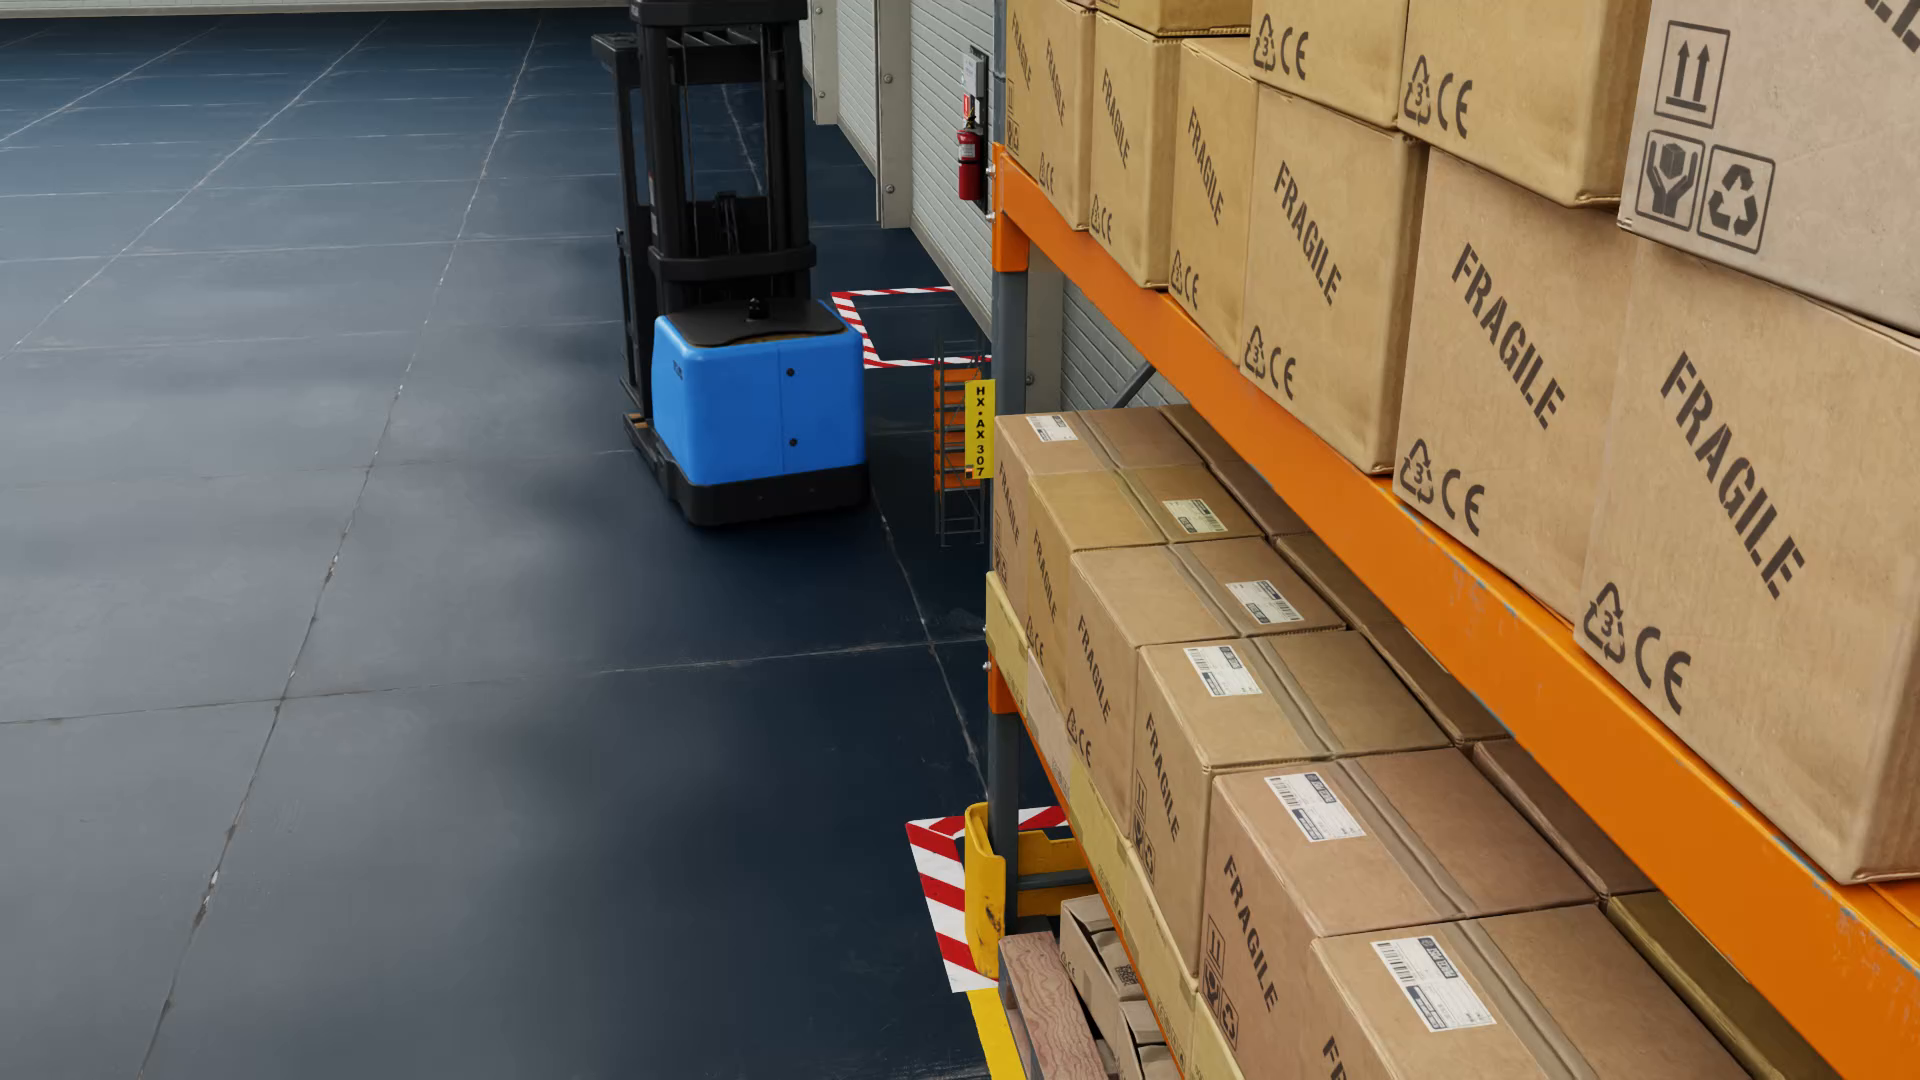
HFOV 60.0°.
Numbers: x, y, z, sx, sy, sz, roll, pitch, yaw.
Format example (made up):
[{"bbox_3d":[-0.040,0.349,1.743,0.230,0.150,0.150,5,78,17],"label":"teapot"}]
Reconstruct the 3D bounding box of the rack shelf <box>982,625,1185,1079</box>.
[{"bbox_3d":[0.969,1.128,3.819,1.077,0.370,4.000,-4,24,-10],"label":"rack shelf"}]

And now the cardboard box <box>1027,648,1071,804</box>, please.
[{"bbox_3d":[0.487,0.489,4.544,0.500,0.250,0.500,-5,24,-11],"label":"cardboard box"}]

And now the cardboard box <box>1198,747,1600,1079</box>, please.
[{"bbox_3d":[0.767,0.743,3.027,0.500,0.500,0.500,-5,24,-11],"label":"cardboard box"}]

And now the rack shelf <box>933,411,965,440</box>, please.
[{"bbox_3d":[-0.003,-0.625,8.993,0.258,0.103,0.180,-4,24,-10],"label":"rack shelf"}]

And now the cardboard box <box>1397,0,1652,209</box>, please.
[{"bbox_3d":[0.867,-0.696,1.950,0.500,0.500,0.500,-3,24,-7],"label":"cardboard box"}]

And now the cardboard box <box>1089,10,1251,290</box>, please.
[{"bbox_3d":[0.580,-0.851,3.552,0.500,0.500,0.500,-3,24,-7],"label":"cardboard box"}]

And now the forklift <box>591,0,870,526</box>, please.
[{"bbox_3d":[-1.534,-1.981,10.123,1.130,2.935,3.031,-9,25,-20],"label":"forklift"}]

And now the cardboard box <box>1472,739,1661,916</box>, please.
[{"bbox_3d":[1.279,0.700,3.125,0.500,0.500,0.500,-4,24,-8],"label":"cardboard box"}]

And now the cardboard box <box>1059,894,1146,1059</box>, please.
[{"bbox_3d":[0.639,1.321,5.288,0.500,0.311,0.500,-7,25,-16],"label":"cardboard box"}]

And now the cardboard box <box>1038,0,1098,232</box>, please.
[{"bbox_3d":[0.480,-1.055,4.019,0.500,0.500,0.500,-3,24,-6],"label":"cardboard box"}]

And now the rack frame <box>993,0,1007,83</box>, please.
[{"bbox_3d":[0.599,-2.738,4.276,1.000,3.000,0.127,-4,24,-10],"label":"rack frame"}]

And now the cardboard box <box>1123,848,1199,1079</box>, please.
[{"bbox_3d":[0.667,0.889,3.629,0.500,0.250,0.500,-4,24,-9],"label":"cardboard box"}]

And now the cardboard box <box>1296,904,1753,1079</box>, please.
[{"bbox_3d":[0.850,0.941,2.572,0.500,0.500,0.500,-4,24,-10],"label":"cardboard box"}]

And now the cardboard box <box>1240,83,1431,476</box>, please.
[{"bbox_3d":[0.782,-0.440,2.613,0.500,0.500,0.500,-5,24,-12],"label":"cardboard box"}]

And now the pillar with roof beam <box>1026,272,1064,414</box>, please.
[{"bbox_3d":[-3.762,-4.568,8.466,9.100,9.000,0.400,-4,24,-10],"label":"pillar with roof beam"}]

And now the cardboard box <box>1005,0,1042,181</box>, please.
[{"bbox_3d":[0.415,-1.268,4.509,0.500,0.500,0.500,-4,24,-8],"label":"cardboard box"}]

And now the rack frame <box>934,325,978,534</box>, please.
[{"bbox_3d":[-0.020,-0.592,9.105,0.240,1.200,0.006,-4,24,-10],"label":"rack frame"}]

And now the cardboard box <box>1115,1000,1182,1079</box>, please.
[{"bbox_3d":[0.744,1.545,4.775,0.500,0.311,0.500,-2,24,-5],"label":"cardboard box"}]

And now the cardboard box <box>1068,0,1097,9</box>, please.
[{"bbox_3d":[0.475,-1.506,3.804,0.500,0.500,0.500,-5,24,-10],"label":"cardboard box"}]

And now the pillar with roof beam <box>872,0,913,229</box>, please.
[{"bbox_3d":[-4.871,-6.928,13.870,9.100,9.000,0.400,-4,24,-10],"label":"pillar with roof beam"}]

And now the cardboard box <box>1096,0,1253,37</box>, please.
[{"bbox_3d":[0.581,-1.305,3.344,0.500,0.500,0.500,-4,24,-8],"label":"cardboard box"}]

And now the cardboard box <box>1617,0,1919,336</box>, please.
[{"bbox_3d":[0.980,-0.480,1.455,0.500,0.500,0.500,-6,24,-14],"label":"cardboard box"}]

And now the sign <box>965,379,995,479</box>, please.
[{"bbox_3d":[0.066,-0.345,5.211,0.100,0.325,0.005,-4,24,-10],"label":"sign"}]

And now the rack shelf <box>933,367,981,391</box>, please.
[{"bbox_3d":[-0.003,-0.845,8.897,0.258,0.103,0.180,-4,24,-10],"label":"rack shelf"}]

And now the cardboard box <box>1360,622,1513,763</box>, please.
[{"bbox_3d":[1.172,0.497,3.591,0.500,0.500,0.500,-4,24,-9],"label":"cardboard box"}]

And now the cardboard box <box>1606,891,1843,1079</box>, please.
[{"bbox_3d":[1.365,0.896,2.675,0.500,0.500,0.500,-4,24,-10],"label":"cardboard box"}]

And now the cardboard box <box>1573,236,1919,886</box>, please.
[{"bbox_3d":[1.002,-0.026,1.665,0.500,0.500,0.500,-4,24,-8],"label":"cardboard box"}]

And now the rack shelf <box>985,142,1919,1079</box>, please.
[{"bbox_3d":[0.969,-0.247,3.219,1.077,0.370,4.000,-4,24,-10],"label":"rack shelf"}]

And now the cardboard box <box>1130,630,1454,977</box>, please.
[{"bbox_3d":[0.670,0.538,3.496,0.500,0.500,0.500,-4,24,-8],"label":"cardboard box"}]

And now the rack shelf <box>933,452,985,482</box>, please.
[{"bbox_3d":[-0.003,-0.405,9.089,0.258,0.103,0.180,-4,24,-10],"label":"rack shelf"}]

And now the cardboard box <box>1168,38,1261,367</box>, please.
[{"bbox_3d":[0.699,-0.641,3.073,0.500,0.500,0.500,-3,24,-6],"label":"cardboard box"}]

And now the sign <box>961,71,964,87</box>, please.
[{"bbox_3d":[0.041,-3.594,13.025,0.001,0.109,0.331,-4,24,-10],"label":"sign"}]

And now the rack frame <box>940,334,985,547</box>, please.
[{"bbox_3d":[0.014,-0.520,8.940,0.240,1.200,0.006,-4,24,-10],"label":"rack frame"}]

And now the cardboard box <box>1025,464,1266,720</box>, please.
[{"bbox_3d":[0.474,0.132,4.425,0.500,0.500,0.500,-4,24,-10],"label":"cardboard box"}]

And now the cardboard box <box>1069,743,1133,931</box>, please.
[{"bbox_3d":[0.576,0.690,4.084,0.500,0.250,0.500,-5,24,-11],"label":"cardboard box"}]

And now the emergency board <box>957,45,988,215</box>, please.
[{"bbox_3d":[0.050,-3.112,12.629,0.194,1.169,0.643,-4,24,-10],"label":"emergency board"}]

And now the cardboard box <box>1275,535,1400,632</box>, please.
[{"bbox_3d":[1.078,0.299,4.044,0.500,0.500,0.500,-5,24,-11],"label":"cardboard box"}]

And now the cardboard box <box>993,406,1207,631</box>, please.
[{"bbox_3d":[0.392,-0.063,4.872,0.500,0.500,0.500,-4,24,-10],"label":"cardboard box"}]

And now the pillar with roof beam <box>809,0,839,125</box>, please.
[{"bbox_3d":[-5.980,-9.288,19.274,9.100,9.000,0.400,-4,24,-10],"label":"pillar with roof beam"}]

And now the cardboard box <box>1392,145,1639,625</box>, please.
[{"bbox_3d":[0.922,-0.225,2.120,0.500,0.500,0.500,-6,24,-14],"label":"cardboard box"}]

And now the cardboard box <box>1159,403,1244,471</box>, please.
[{"bbox_3d":[0.895,-0.103,4.964,0.500,0.500,0.500,-5,24,-10],"label":"cardboard box"}]

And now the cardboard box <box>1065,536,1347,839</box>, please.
[{"bbox_3d":[0.563,0.336,3.959,0.500,0.500,0.500,-5,24,-11],"label":"cardboard box"}]

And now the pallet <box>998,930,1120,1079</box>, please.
[{"bbox_3d":[0.729,1.641,5.229,1.003,0.211,1.213,-4,24,-10],"label":"pallet"}]

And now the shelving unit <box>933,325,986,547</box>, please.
[{"bbox_3d":[-0.003,-0.556,9.023,0.258,1.200,0.189,-4,24,-10],"label":"shelving unit"}]

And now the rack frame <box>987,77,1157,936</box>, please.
[{"bbox_3d":[0.599,0.011,5.477,1.000,3.000,0.127,-4,24,-10],"label":"rack frame"}]

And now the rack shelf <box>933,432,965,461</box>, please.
[{"bbox_3d":[-0.003,-0.515,9.041,0.258,0.103,0.180,-4,24,-10],"label":"rack shelf"}]

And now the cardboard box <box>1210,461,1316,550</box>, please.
[{"bbox_3d":[0.979,0.095,4.509,0.500,0.500,0.500,-4,24,-9],"label":"cardboard box"}]

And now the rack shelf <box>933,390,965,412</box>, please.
[{"bbox_3d":[-0.003,-0.735,8.945,0.258,0.103,0.180,-4,24,-10],"label":"rack shelf"}]

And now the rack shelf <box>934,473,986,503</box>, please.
[{"bbox_3d":[-0.003,-0.295,9.137,0.258,0.103,0.180,-4,24,-10],"label":"rack shelf"}]

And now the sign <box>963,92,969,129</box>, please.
[{"bbox_3d":[0.049,-3.354,13.137,0.001,0.329,0.234,-4,24,-10],"label":"sign"}]

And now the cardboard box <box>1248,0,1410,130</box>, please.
[{"bbox_3d":[0.761,-0.900,2.415,0.500,0.500,0.500,-5,24,-12],"label":"cardboard box"}]

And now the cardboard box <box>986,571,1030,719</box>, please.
[{"bbox_3d":[0.377,0.286,5.009,0.500,0.250,0.500,-5,24,-11],"label":"cardboard box"}]

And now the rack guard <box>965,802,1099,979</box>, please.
[{"bbox_3d":[0.613,1.187,5.909,1.175,0.500,0.348,-4,24,-10],"label":"rack guard"}]

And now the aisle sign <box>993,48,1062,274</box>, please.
[{"bbox_3d":[0.291,-1.186,4.970,0.394,0.787,0.004,-4,24,-10],"label":"aisle sign"}]

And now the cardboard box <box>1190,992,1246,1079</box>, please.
[{"bbox_3d":[0.761,1.087,3.176,0.500,0.250,0.500,-4,24,-10],"label":"cardboard box"}]
